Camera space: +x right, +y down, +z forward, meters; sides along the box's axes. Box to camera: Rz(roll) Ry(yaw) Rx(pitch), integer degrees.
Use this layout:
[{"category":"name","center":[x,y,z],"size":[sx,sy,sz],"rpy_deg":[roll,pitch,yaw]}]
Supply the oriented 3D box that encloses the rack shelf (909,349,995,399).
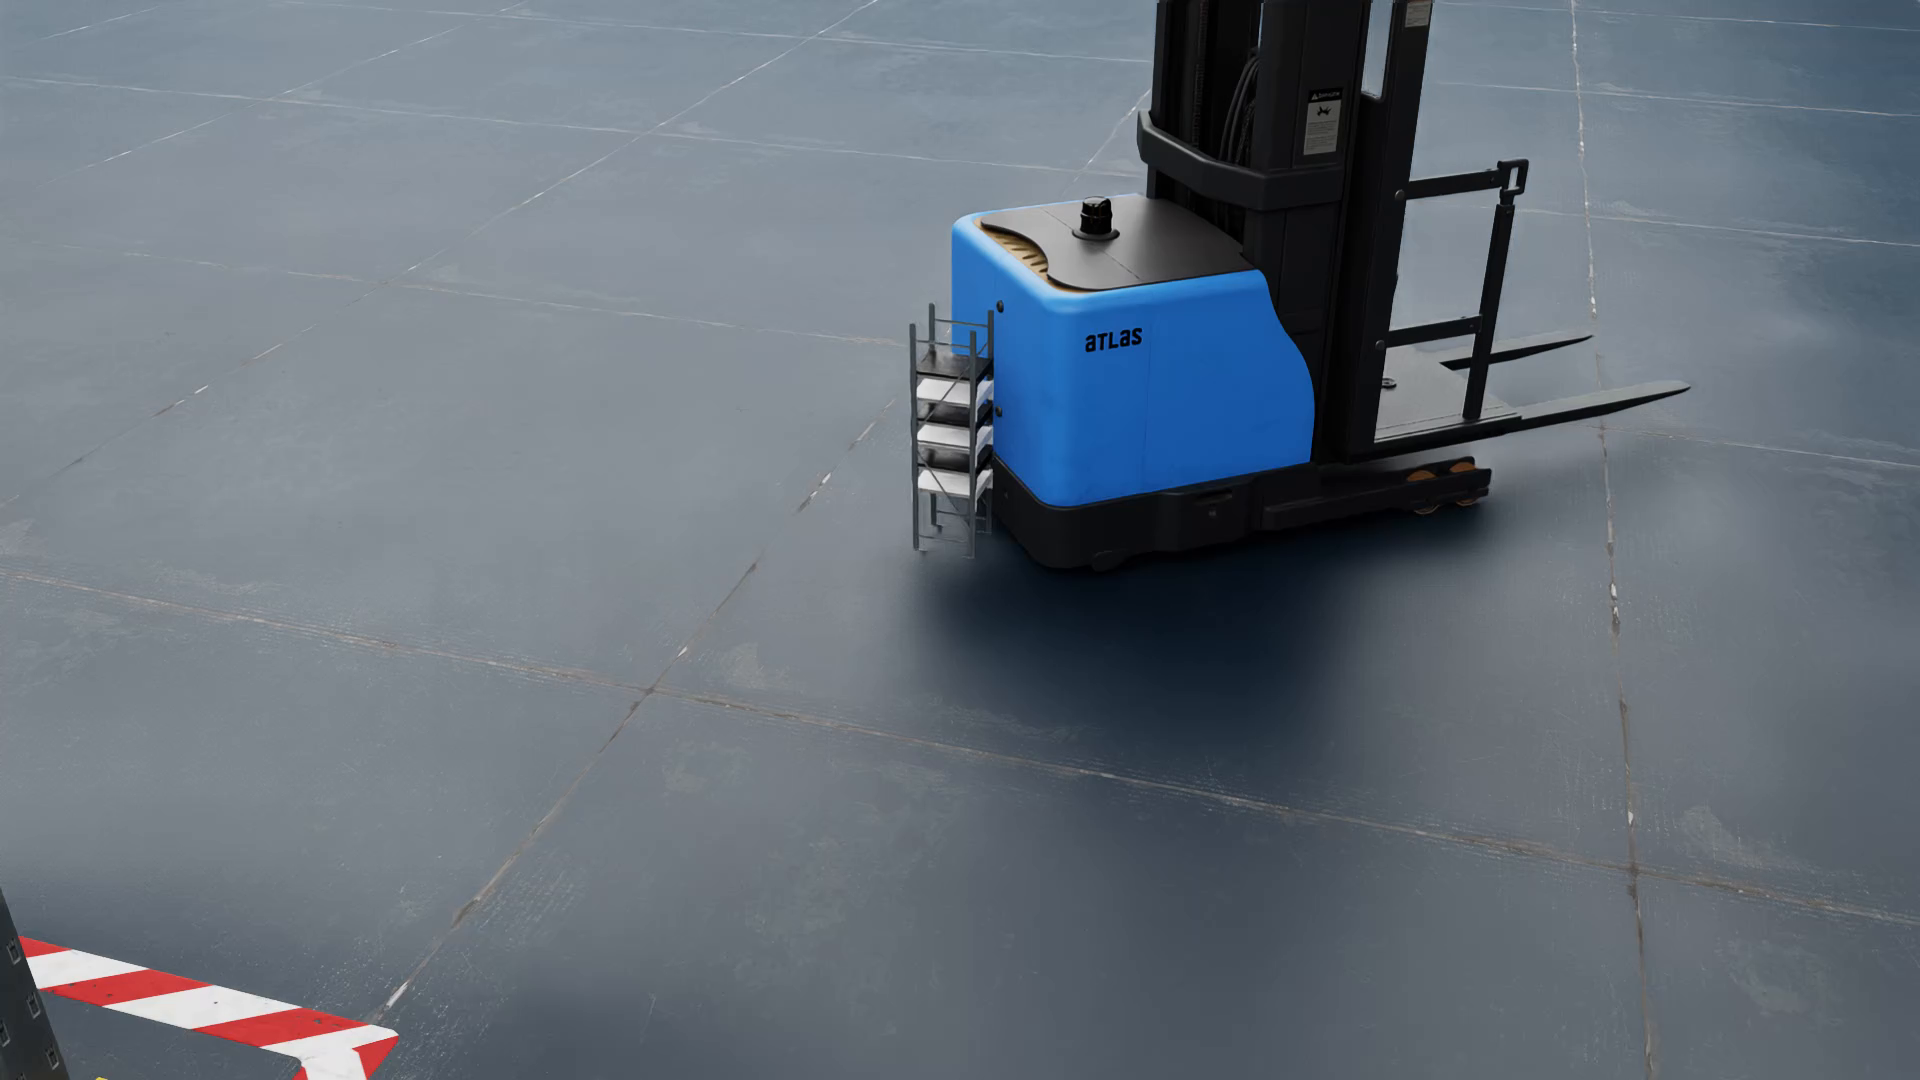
[{"category":"rack shelf","center":[-0.027,-0.592,5.901],"size":[0.258,0.077,0.200],"rpy_deg":[9,30,16]}]

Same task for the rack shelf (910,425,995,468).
[{"category":"rack shelf","center":[-0.027,-0.356,6.033],"size":[0.258,0.077,0.200],"rpy_deg":[9,30,16]}]

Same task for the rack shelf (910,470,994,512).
[{"category":"rack shelf","center":[-0.027,-0.199,6.121],"size":[0.258,0.077,0.200],"rpy_deg":[9,30,16]}]

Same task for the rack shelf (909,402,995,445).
[{"category":"rack shelf","center":[-0.027,-0.435,5.989],"size":[0.258,0.077,0.200],"rpy_deg":[9,30,16]}]

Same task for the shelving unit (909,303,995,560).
[{"category":"shelving unit","center":[-0.027,-0.385,6.017],"size":[0.258,0.900,0.210],"rpy_deg":[9,30,16]}]

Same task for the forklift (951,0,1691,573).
[{"category":"forklift","center":[1.523,-1.607,6.124],"size":[3.031,2.935,1.130],"rpy_deg":[-11,31,-19]}]

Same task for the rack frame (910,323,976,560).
[{"category":"rack frame","center":[-0.059,-0.338,5.932],"size":[0.240,0.900,0.006],"rpy_deg":[9,30,16]}]

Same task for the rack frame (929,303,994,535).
[{"category":"rack frame","center":[0.004,-0.432,6.101],"size":[0.240,0.900,0.006],"rpy_deg":[9,30,16]}]

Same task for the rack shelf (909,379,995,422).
[{"category":"rack shelf","center":[-0.027,-0.513,5.945],"size":[0.258,0.077,0.200],"rpy_deg":[9,30,16]}]

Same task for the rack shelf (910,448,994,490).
[{"category":"rack shelf","center":[-0.027,-0.278,6.077],"size":[0.258,0.077,0.200],"rpy_deg":[9,30,16]}]
